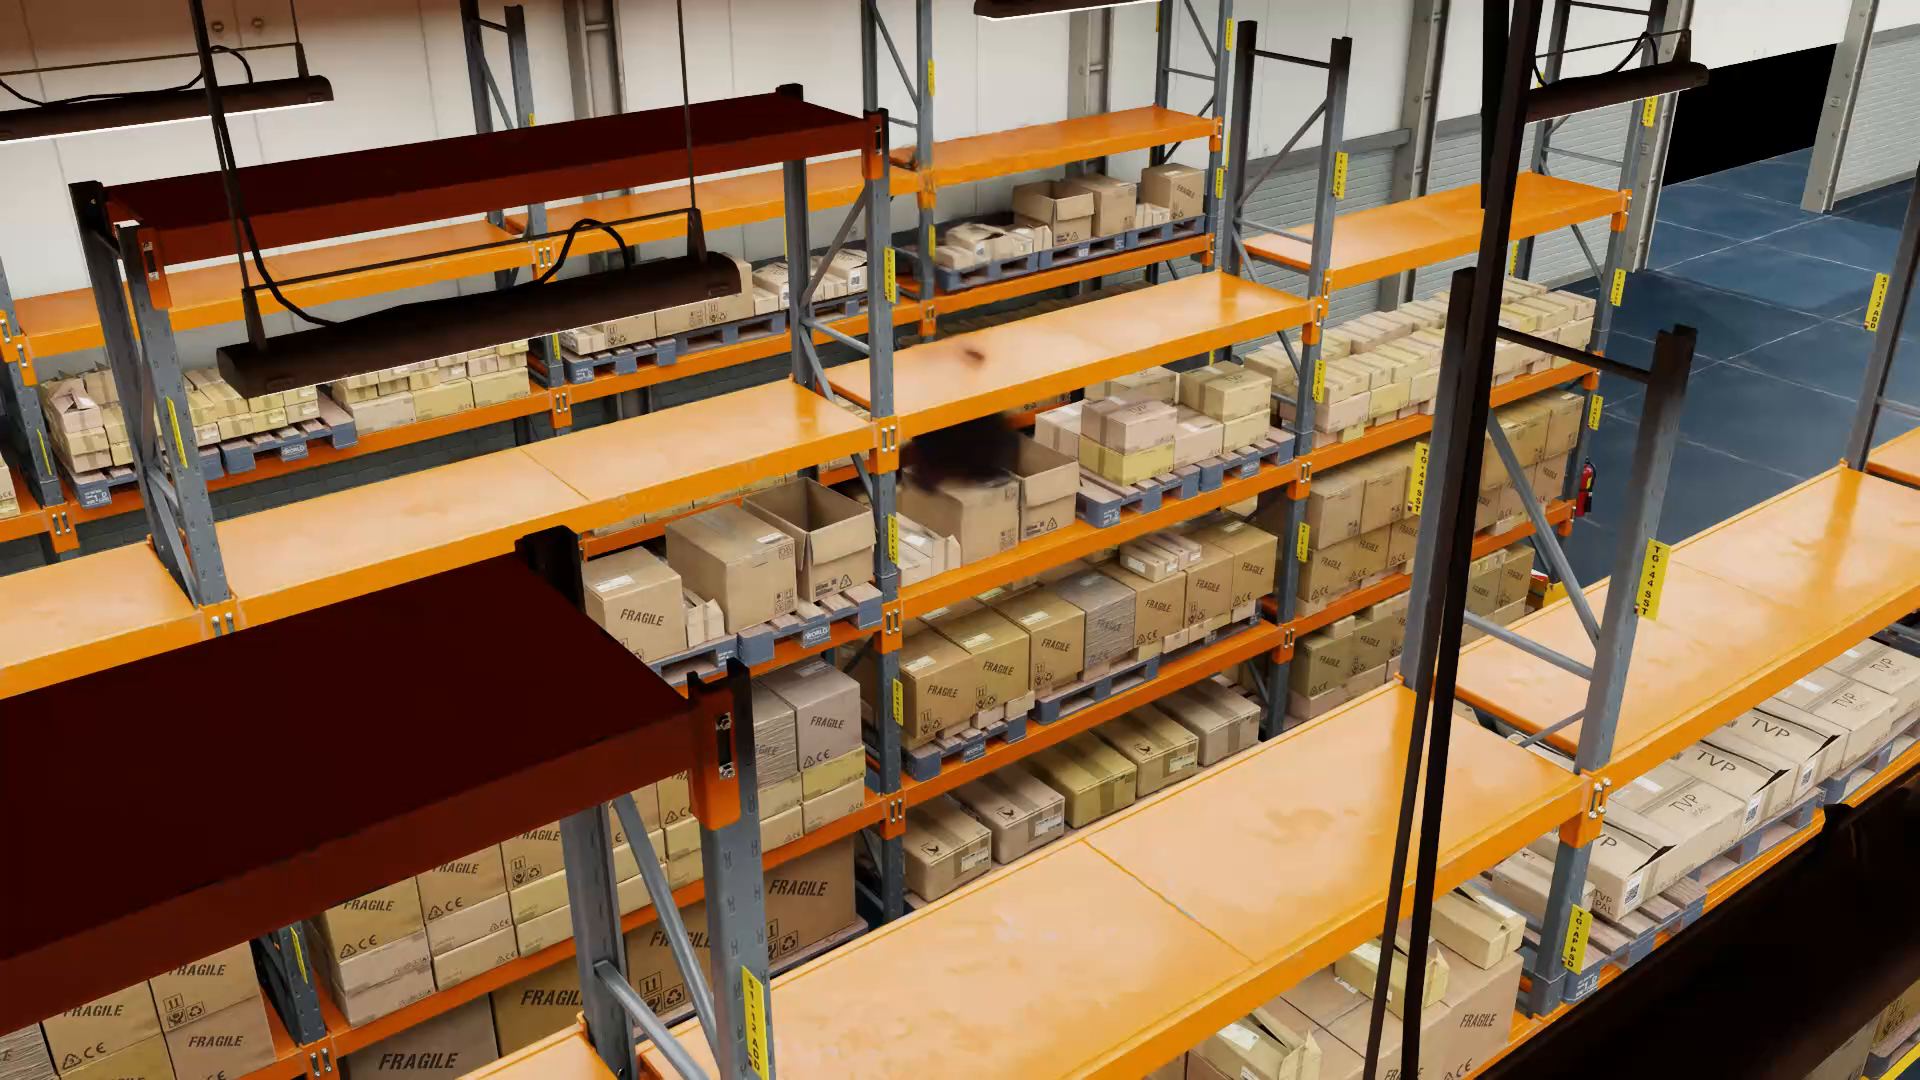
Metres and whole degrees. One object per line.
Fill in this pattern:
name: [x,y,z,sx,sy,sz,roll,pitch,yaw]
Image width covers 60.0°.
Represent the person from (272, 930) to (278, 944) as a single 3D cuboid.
person: [-4.662,2.287,11.476,0.555,1.721,0.690,-20,33,-35]
